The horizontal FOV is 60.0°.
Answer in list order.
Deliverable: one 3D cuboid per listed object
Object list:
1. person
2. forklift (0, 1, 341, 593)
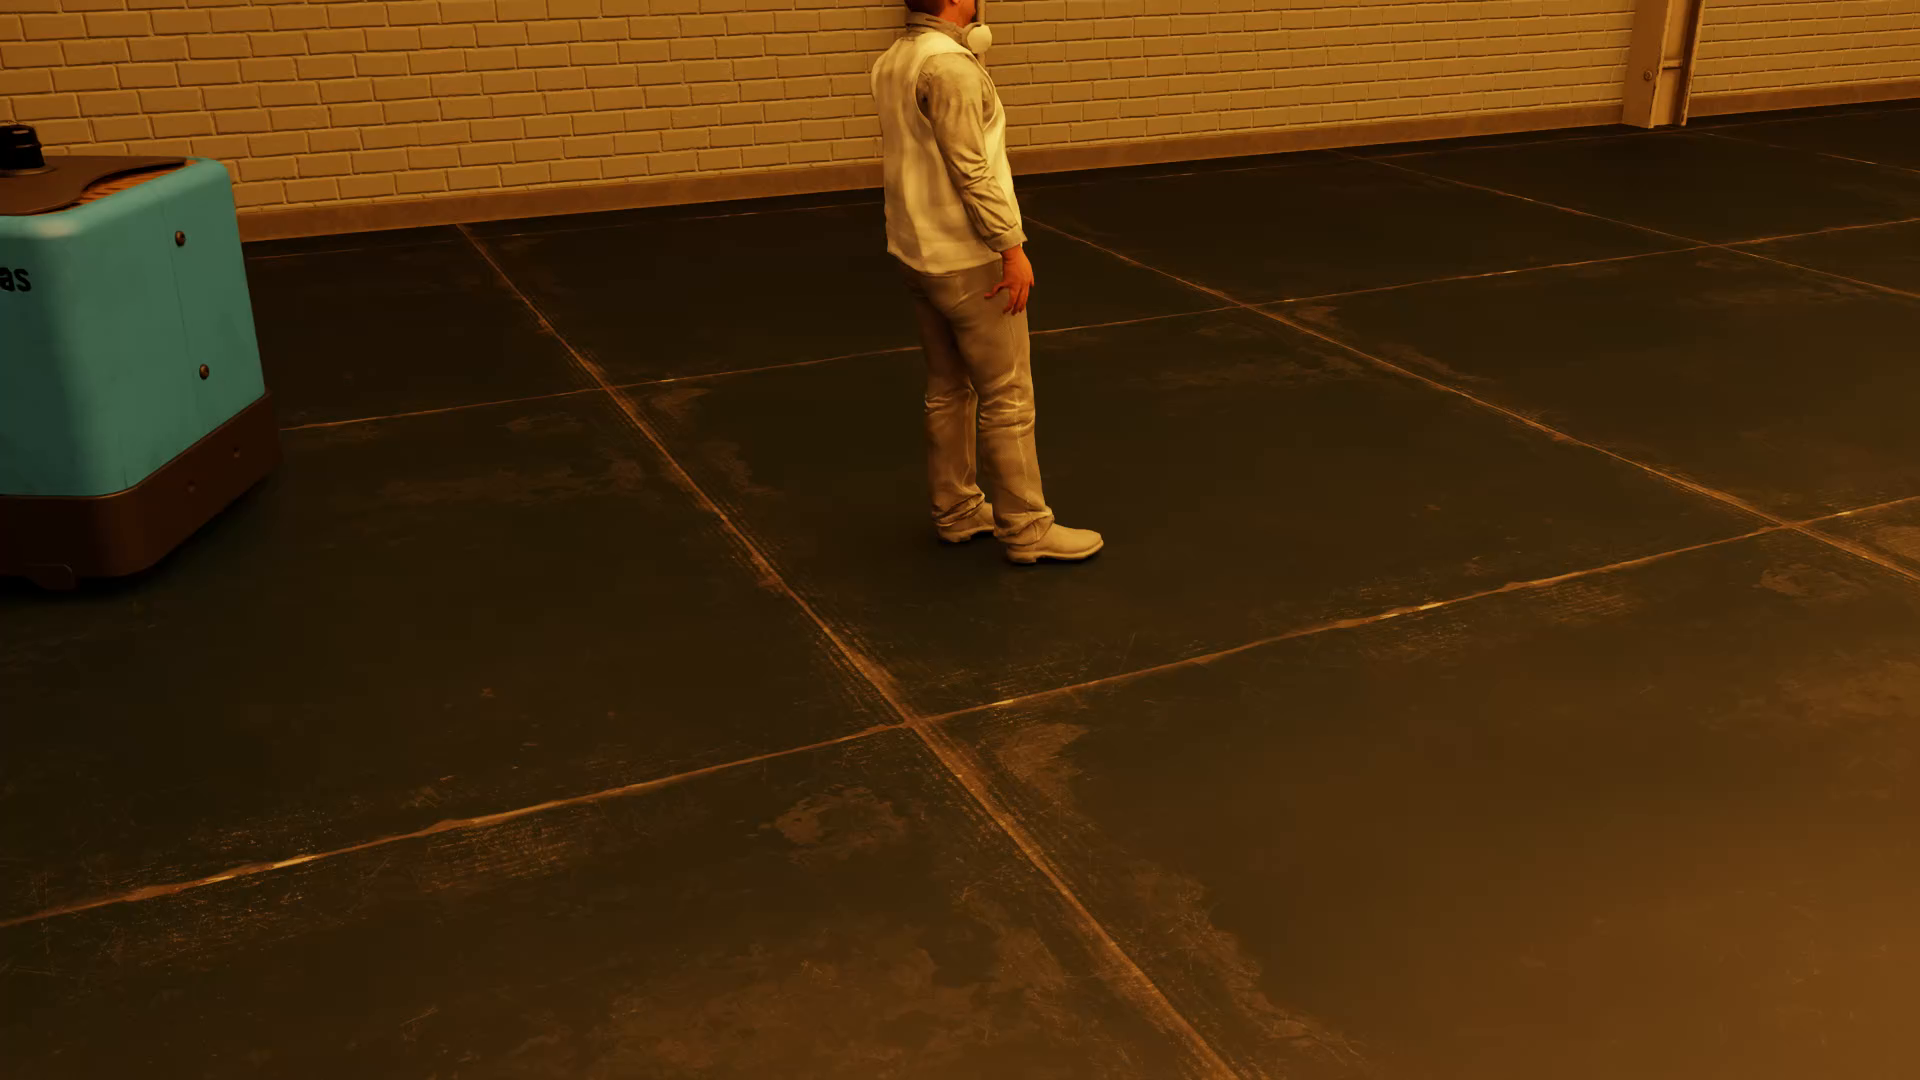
[{"bbox_3d":[0.060,-0.833,4.782,0.567,1.774,0.633,-10,25,-23],"label":"person"},{"bbox_3d":[-3.594,-1.402,4.660,3.031,2.935,1.130,1,23,2],"label":"forklift"}]
